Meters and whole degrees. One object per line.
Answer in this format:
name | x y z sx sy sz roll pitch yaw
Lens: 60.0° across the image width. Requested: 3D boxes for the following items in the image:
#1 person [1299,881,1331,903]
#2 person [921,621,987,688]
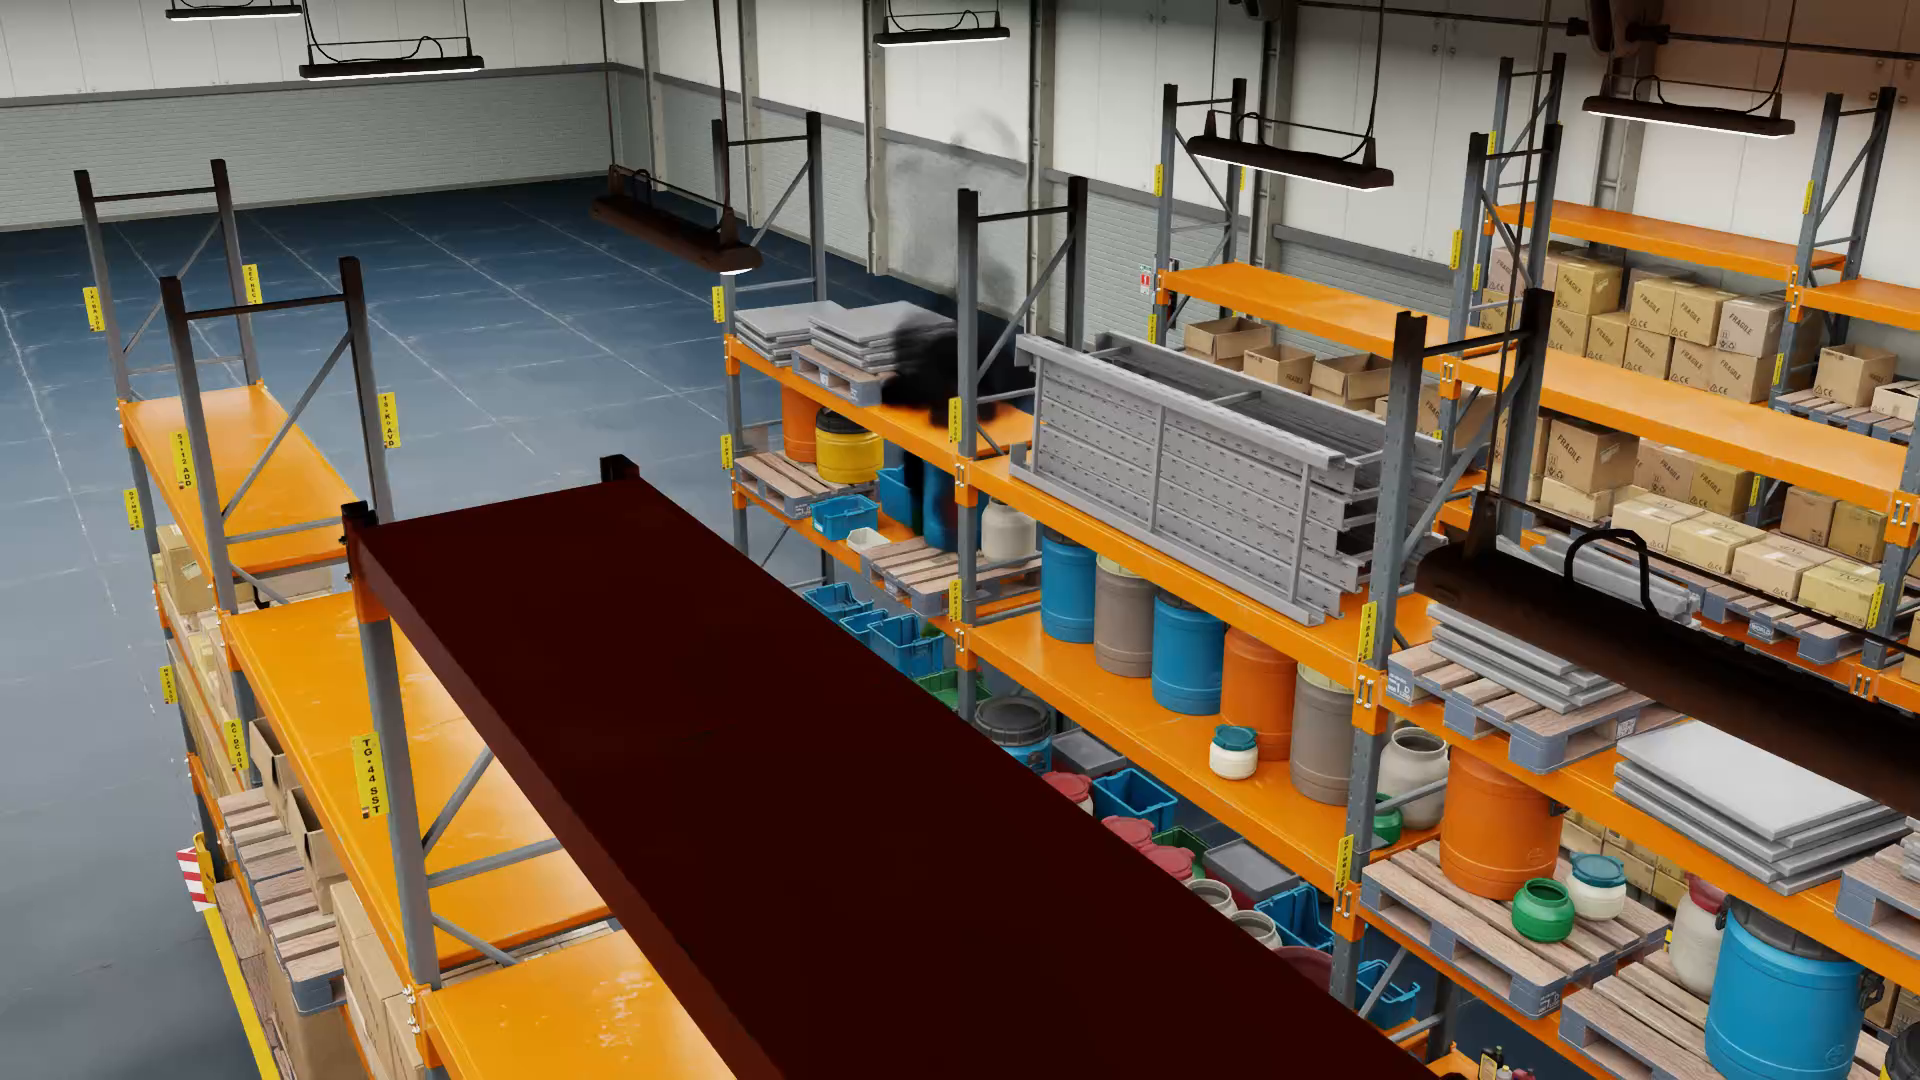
person | 3.123 2.213 13.570 0.734 1.745 0.723 -16 27 -35
person | -0.029 0.818 16.991 0.825 1.823 0.631 17 27 36
